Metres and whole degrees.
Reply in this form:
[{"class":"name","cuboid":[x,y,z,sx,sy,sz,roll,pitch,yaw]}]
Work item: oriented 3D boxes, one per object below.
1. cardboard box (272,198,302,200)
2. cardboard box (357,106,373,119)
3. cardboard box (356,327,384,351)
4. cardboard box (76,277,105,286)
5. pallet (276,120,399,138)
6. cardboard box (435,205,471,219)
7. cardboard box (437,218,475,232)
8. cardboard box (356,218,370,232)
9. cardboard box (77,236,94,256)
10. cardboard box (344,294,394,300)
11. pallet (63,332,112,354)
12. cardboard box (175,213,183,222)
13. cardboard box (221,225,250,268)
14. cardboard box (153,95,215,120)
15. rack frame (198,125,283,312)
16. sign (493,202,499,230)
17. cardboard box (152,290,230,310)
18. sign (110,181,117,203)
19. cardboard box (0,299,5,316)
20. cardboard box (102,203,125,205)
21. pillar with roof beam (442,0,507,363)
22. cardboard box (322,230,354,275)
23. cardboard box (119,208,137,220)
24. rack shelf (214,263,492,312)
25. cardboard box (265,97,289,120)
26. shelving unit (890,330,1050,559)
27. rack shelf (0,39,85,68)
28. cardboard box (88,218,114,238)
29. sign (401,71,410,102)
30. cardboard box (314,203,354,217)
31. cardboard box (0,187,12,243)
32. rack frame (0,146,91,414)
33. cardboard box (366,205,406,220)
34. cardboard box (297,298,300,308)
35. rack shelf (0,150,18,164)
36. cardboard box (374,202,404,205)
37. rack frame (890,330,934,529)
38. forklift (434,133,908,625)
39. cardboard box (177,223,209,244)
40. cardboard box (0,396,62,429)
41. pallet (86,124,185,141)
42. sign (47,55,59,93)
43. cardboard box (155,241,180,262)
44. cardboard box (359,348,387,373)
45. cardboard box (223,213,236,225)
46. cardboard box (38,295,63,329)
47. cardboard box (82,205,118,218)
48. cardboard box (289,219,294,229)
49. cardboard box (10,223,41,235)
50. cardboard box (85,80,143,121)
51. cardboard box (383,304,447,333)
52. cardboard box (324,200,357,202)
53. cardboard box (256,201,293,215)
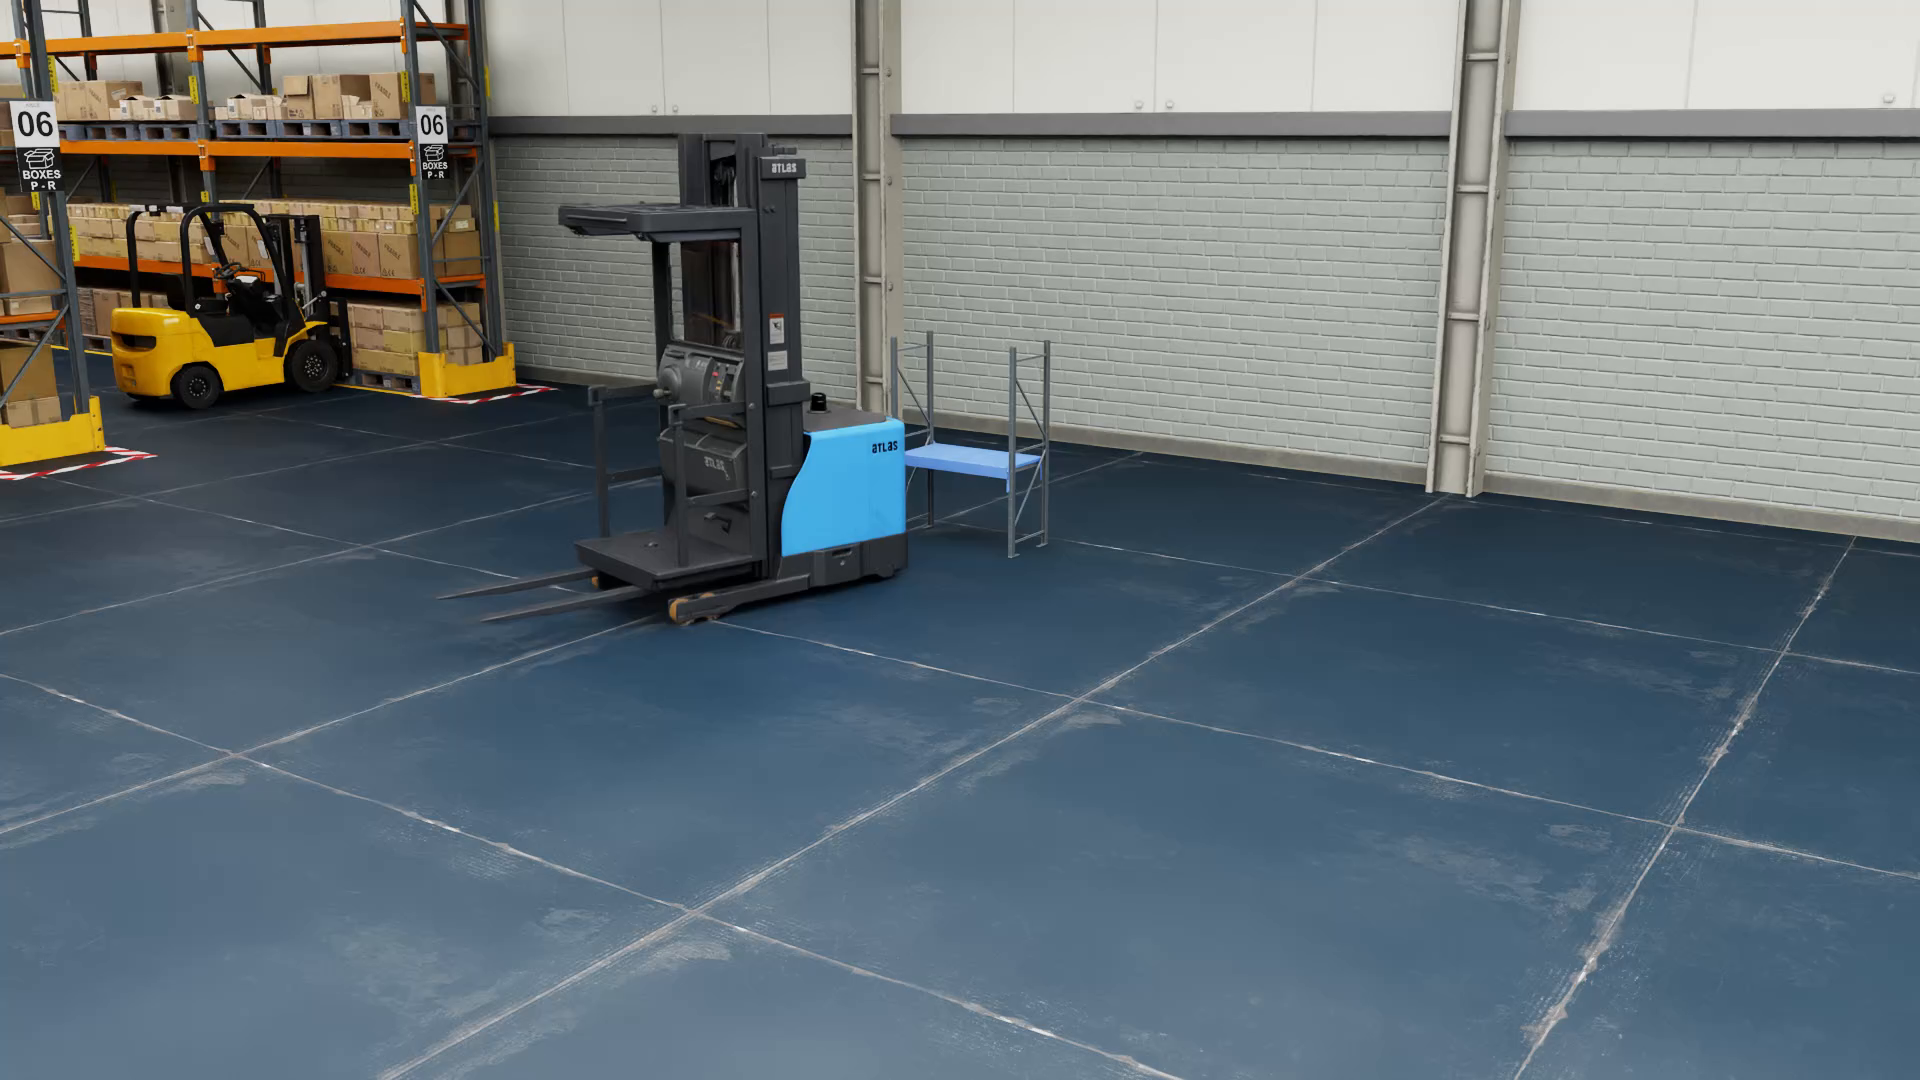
[{"class":"cardboard box","cuboid":[-8.428,-4.221,20.955,0.250,0.149,0.380,9,16,31]},{"class":"cardboard box","cuboid":[-6.584,-4.838,18.824,0.250,0.149,0.380,9,16,31]},{"class":"cardboard box","cuboid":[-6.716,-2.385,19.525,0.500,0.250,0.500,9,17,32]},{"class":"cardboard box","cuboid":[-12.624,-3.712,24.052,0.250,0.149,0.380,10,17,36]},{"class":"pallet","cuboid":[-7.316,-4.878,19.727,1.213,0.211,1.003,9,17,33]},{"class":"cardboard box","cuboid":[-5.887,-3.797,19.241,0.250,0.149,0.380,9,16,32]},{"class":"cardboard box","cuboid":[-5.864,-3.662,19.315,0.250,0.149,0.380,9,16,31]},{"class":"cardboard box","cuboid":[-6.780,-3.666,19.333,0.250,0.149,0.380,9,17,32]},{"class":"cardboard box","cuboid":[-11.719,-4.025,22.651,0.500,0.250,0.500,9,16,32]},{"class":"cardboard box","cuboid":[-7.267,-2.863,20.416,0.500,0.250,0.500,9,16,32]},{"class":"pallet","cuboid":[-11.704,-2.802,23.204,1.213,0.211,1.003,9,17,33]},{"class":"cardboard box","cuboid":[-9.852,-4.177,21.396,0.250,0.149,0.380,9,17,33]},{"class":"cardboard box","cuboid":[-8.824,-3.675,20.717,0.500,0.500,0.500,9,16,31]},{"class":"cardboard box","cuboid":[-9.783,-5.451,20.963,0.500,0.311,0.500,9,16,31]},{"class":"rack frame","cuboid":[-9.046,-3.738,21.180,0.127,3.000,1.000,9,17,33]},{"class":"sign","cuboid":[-5.413,-3.770,19.343,0.005,0.325,0.100,9,17,33]},{"class":"cardboard box","cuboid":[-10.125,-2.962,22.115,0.625,0.625,0.875,9,17,32]},{"class":"sign","cuboid":[-12.058,-4.947,23.656,0.005,0.325,0.100,9,17,33]},{"class":"cardboard box","cuboid":[-8.924,-2.097,15.073,0.250,0.149,0.380,10,17,35]},{"class":"cardboard box","cuboid":[-11.703,-4.621,23.192,0.250,0.149,0.380,10,17,34]},{"class":"pillar with roof beam","cuboid":[-8.205,-5.528,15.927,0.400,9.000,9.100,9,17,33]},{"class":"cardboard box","cuboid":[-7.133,-3.403,19.622,0.500,0.500,0.500,9,16,32]},{"class":"cardboard box","cuboid":[-10.794,-4.288,21.846,0.250,0.149,0.380,9,16,31]},{"class":"rack shelf","cuboid":[-7.387,-3.120,20.183,4.000,0.370,1.077,9,17,33]},{"class":"cardboard box","cuboid":[-7.984,-5.121,19.724,0.258,0.266,0.396,9,16,31]},{"class":"shelving unit","cuboid":[0.071,-0.717,12.097,1.048,1.500,0.538,9,17,33]},{"class":"rack shelf","cuboid":[-14.025,-6.911,23.844,4.000,0.370,1.077,9,17,33]},{"class":"cardboard box","cuboid":[-11.295,-4.195,22.297,0.500,0.250,0.500,9,16,31]},{"class":"sign","cuboid":[-6.042,-4.942,18.126,0.005,0.325,0.100,9,17,33]},{"class":"cardboard box","cuboid":[-7.418,-3.920,19.738,0.250,0.149,0.380,9,17,34]},{"class":"cardboard box","cuboid":[-9.040,-2.914,14.946,0.500,0.500,0.700,9,16,31]},{"class":"rack frame","cuboid":[-8.494,-2.211,15.013,0.127,3.000,1.000,9,17,33]},{"class":"cardboard box","cuboid":[-6.596,-3.772,19.140,0.250,0.149,0.380,10,17,34]},{"class":"cardboard box","cuboid":[-7.982,-2.830,20.279,0.500,0.250,0.500,10,17,35]},{"class":"rack shelf","cuboid":[-10.154,-3.586,15.822,4.000,0.370,1.077,9,17,33]},{"class":"cardboard box","cuboid":[-6.742,-3.938,19.810,0.250,0.149,0.380,10,17,35]},{"class":"rack frame","cuboid":[-0.351,-0.785,12.372,0.032,1.500,0.500,9,17,33]},{"class":"forklift","cuboid":[-1.805,-1.041,10.427,3.031,2.935,1.130,-11,18,-39]},{"class":"cardboard box","cuboid":[-9.597,-3.922,21.198,0.500,0.250,0.500,9,16,32]},{"class":"cardboard box","cuboid":[-9.009,-1.243,15.952,0.500,0.250,0.500,9,17,32]},{"class":"pallet","cuboid":[-10.823,-5.416,22.110,1.213,0.211,1.003,10,17,35]},{"class":"sign","cuboid":[-8.192,-4.200,14.984,0.005,0.325,0.100,9,17,33]},{"class":"cardboard box","cuboid":[-10.031,-3.747,21.528,0.500,0.250,0.500,9,17,32]},{"class":"cardboard box","cuboid":[-6.701,-2.139,19.570,0.500,0.250,0.500,9,17,33]},{"class":"cardboard box","cuboid":[-8.929,-4.006,20.705,0.250,0.149,0.380,9,16,32]},{"class":"cardboard box","cuboid":[-12.836,-3.278,23.653,0.500,0.500,0.500,10,17,34]},{"class":"cardboard box","cuboid":[-11.592,-4.439,22.453,0.250,0.149,0.380,9,17,33]},{"class":"cardboard box","cuboid":[-7.883,-3.828,19.989,0.250,0.149,0.380,9,16,31]},{"class":"cardboard box","cuboid":[-13.125,-4.368,23.373,0.250,0.149,0.380,10,17,34]},{"class":"cardboard box","cuboid":[-11.056,-5.749,21.772,0.500,0.500,0.500,10,17,34]},{"class":"cardboard box","cuboid":[-6.283,-2.555,19.171,0.500,0.250,0.500,10,17,35]},{"class":"cardboard box","cuboid":[-7.568,-4.085,20.405,0.250,0.149,0.380,9,16,32]},{"class":"cardboard box","cuboid":[-8.307,-4.039,20.220,0.250,0.149,0.380,10,17,34]}]
